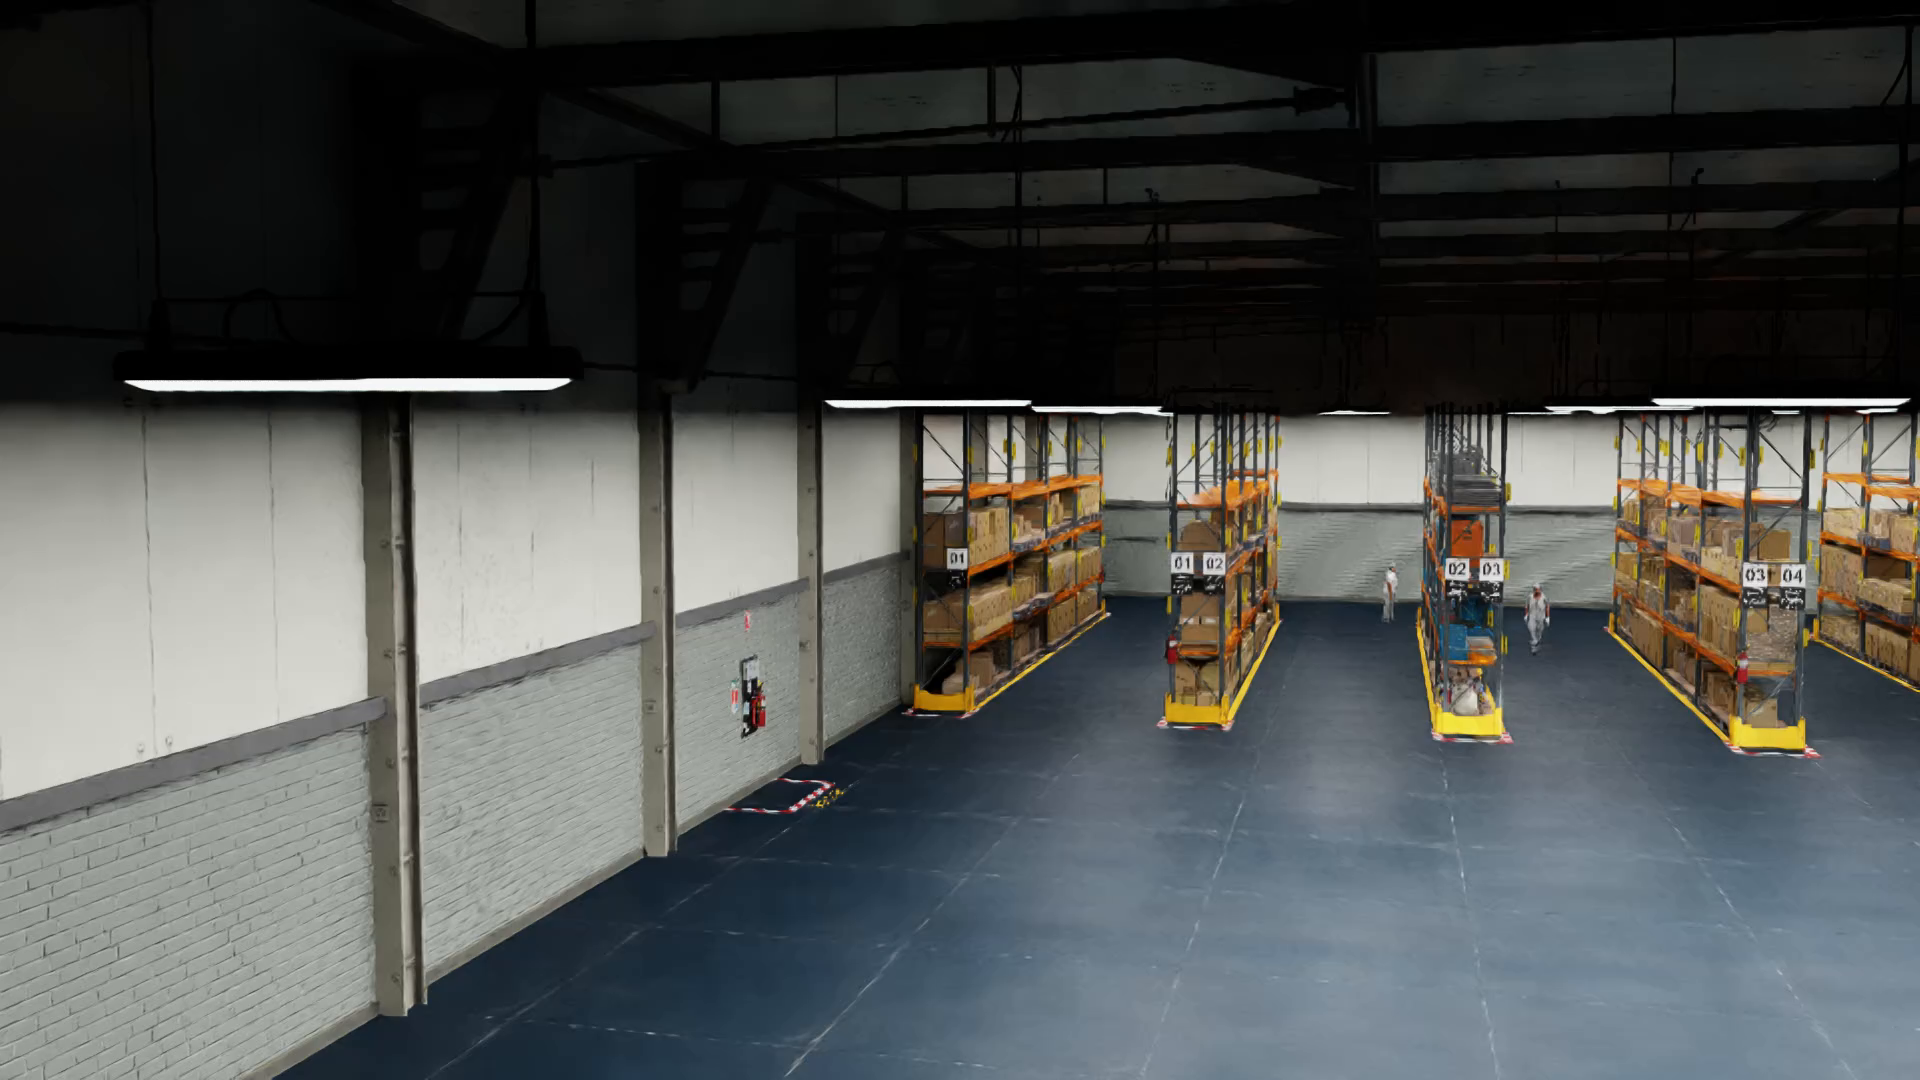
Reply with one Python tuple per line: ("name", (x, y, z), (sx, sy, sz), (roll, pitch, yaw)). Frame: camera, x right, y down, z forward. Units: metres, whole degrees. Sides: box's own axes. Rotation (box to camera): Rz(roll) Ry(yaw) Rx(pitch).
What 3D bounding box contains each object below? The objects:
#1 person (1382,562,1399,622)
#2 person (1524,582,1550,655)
("person", (12.031, 1.458, 46.446), (0.468, 1.661, 0.589), (1, 4, 14))
("person", (13.985, 1.881, 40.276), (0.567, 1.736, 1.044), (1, 4, 13))
